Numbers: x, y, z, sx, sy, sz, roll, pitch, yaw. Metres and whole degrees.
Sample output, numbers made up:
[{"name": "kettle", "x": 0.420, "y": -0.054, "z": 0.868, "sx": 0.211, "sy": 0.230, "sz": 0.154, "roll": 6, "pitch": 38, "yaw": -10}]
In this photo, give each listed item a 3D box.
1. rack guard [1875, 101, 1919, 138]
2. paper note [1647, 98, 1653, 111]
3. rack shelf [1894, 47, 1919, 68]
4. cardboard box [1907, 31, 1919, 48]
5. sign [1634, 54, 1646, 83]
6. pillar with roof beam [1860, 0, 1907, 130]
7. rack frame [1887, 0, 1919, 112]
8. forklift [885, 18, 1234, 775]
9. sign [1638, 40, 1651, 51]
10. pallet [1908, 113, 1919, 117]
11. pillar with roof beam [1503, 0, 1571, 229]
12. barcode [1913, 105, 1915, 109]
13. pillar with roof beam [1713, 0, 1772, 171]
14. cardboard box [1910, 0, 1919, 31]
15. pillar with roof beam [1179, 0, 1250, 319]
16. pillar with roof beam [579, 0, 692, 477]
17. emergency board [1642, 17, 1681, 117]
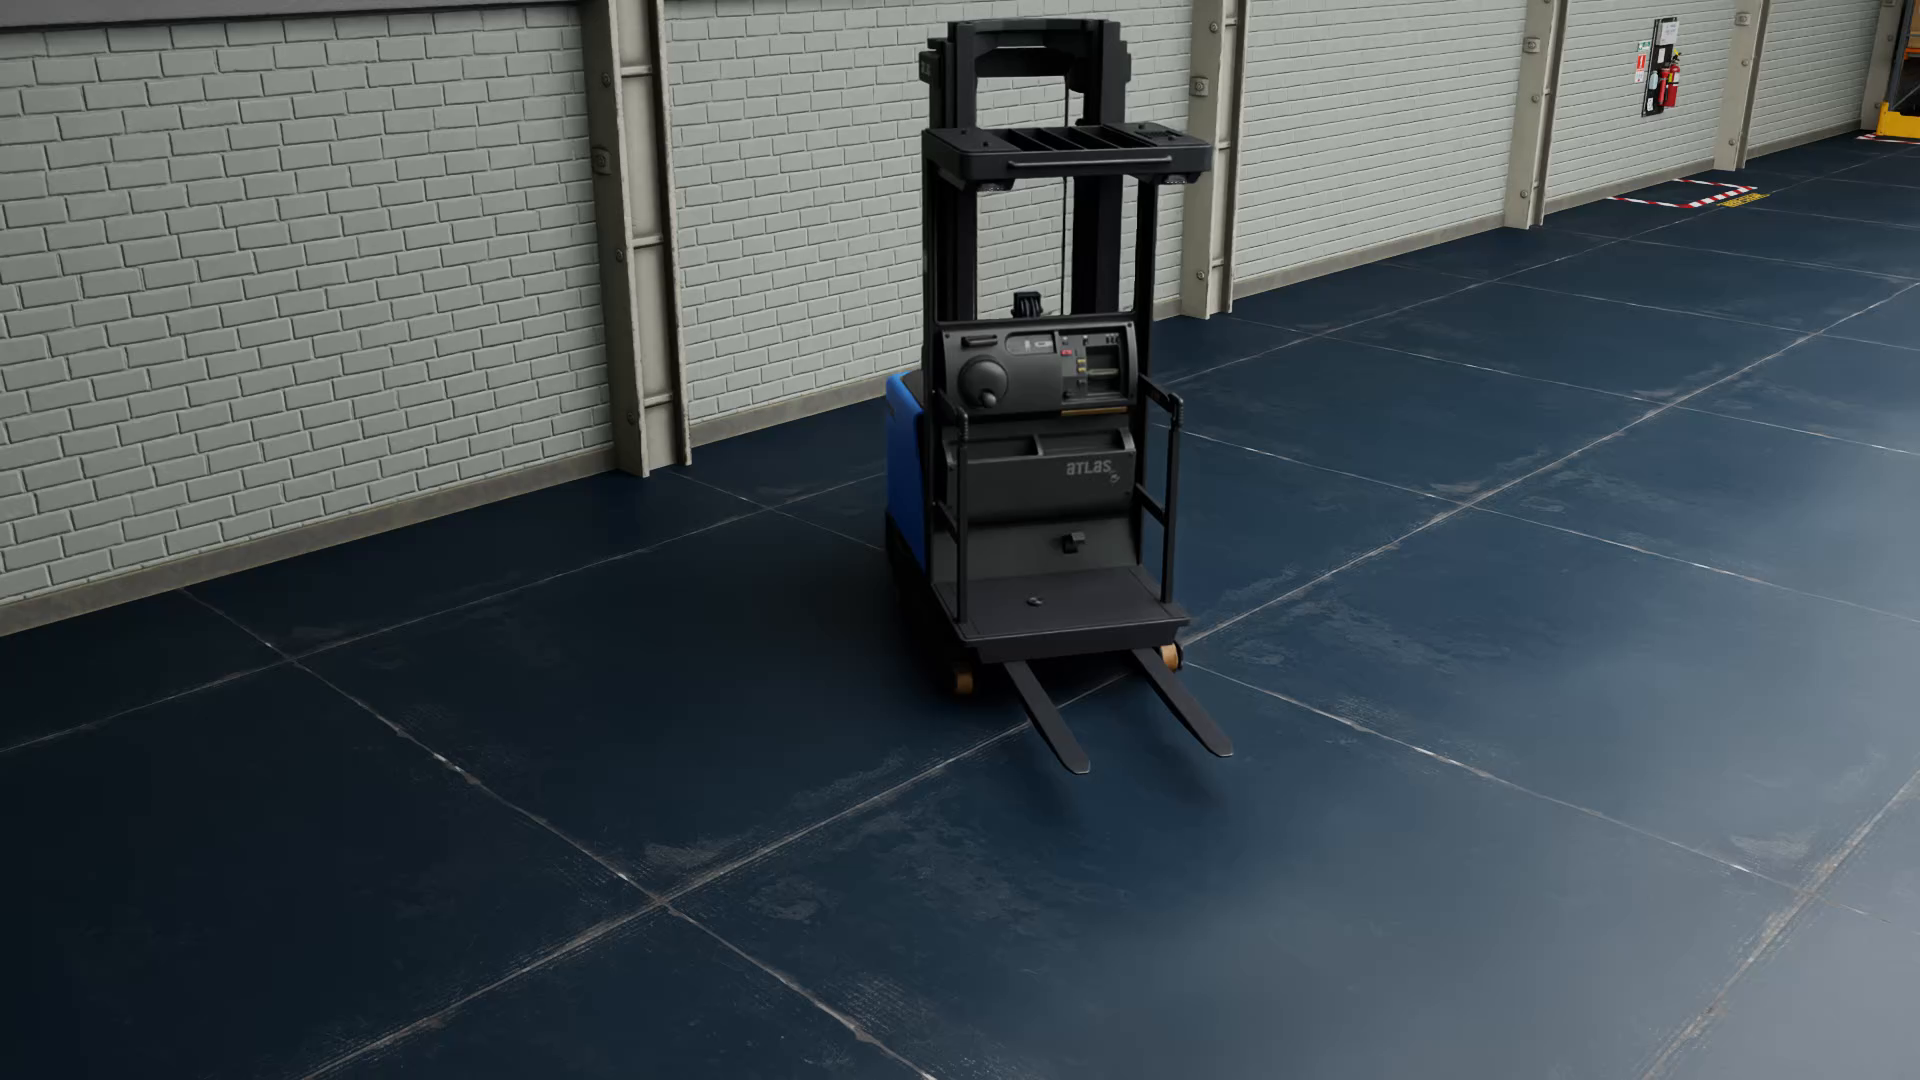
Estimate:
[{"name": "rack guard", "x": 14.930, "y": -6.513, "z": 25.822, "sx": 1.175, "sy": 0.500, "sz": 0.348, "roll": 19, "pitch": 28, "yaw": 41}, {"name": "paper note", "x": 8.636, "y": -5.449, "z": 20.798, "sx": 0.016, "sy": 0.148, "sz": 0.142, "roll": 19, "pitch": 28, "yaw": 41}, {"name": "rack shelf", "x": 16.272, "y": -7.838, "z": 26.789, "sx": 1.077, "sy": 0.370, "sz": 4.000, "roll": 19, "pitch": 28, "yaw": 41}, {"name": "cardboard box", "x": 15.064, "y": -7.768, "z": 25.785, "sx": 0.500, "sy": 0.250, "sz": 0.500, "roll": -20, "pitch": 28, "yaw": -41}, {"name": "sign", "x": 8.349, "y": -5.789, "z": 20.404, "sx": 0.001, "sy": 0.329, "sz": 0.234, "roll": 19, "pitch": 28, "yaw": 41}, {"name": "pillar with roof beam", "x": 17.830, "y": -9.779, "z": 22.474, "sx": 9.100, "sy": 9.000, "sz": 0.400, "roll": 19, "pitch": 28, "yaw": 41}, {"name": "rack frame", "x": 14.877, "y": -7.660, "z": 25.323, "sx": 1.000, "sy": 3.000, "sz": 0.127, "roll": 19, "pitch": 28, "yaw": 41}, {"name": "forklift", "x": 0.427, "y": -0.794, "z": 7.556, "sx": 1.130, "sy": 2.935, "sz": 3.031, "roll": -5, "pitch": 22, "yaw": -13}, {"name": "sign", "x": 8.359, "y": -6.035, "z": 20.307, "sx": 0.001, "sy": 0.109, "sz": 0.331, "roll": 19, "pitch": 28, "yaw": 41}, {"name": "pallet", "x": 15.522, "y": -6.578, "z": 26.394, "sx": 1.003, "sy": 0.211, "sz": 1.213, "roll": 19, "pitch": 28, "yaw": 41}, {"name": "pillar with roof beam", "x": 9.459, "y": -6.695, "z": 14.449, "sx": 9.100, "sy": 9.000, "sz": 0.400, "roll": 19, "pitch": 28, "yaw": 41}, {"name": "barcode", "x": 15.150, "y": -6.875, "z": 26.401, "sx": 0.001, "sy": 0.075, "sz": 0.075, "roll": 19, "pitch": 28, "yaw": 41}, {"name": "pillar with roof beam", "x": 13.645, "y": -8.237, "z": 18.462, "sx": 9.100, "sy": 9.000, "sz": 0.400, "roll": 19, "pitch": 28, "yaw": 41}, {"name": "cardboard box", "x": 15.054, "y": -8.124, "z": 25.665, "sx": 0.500, "sy": 0.500, "sz": 0.500, "roll": 19, "pitch": 28, "yaw": 40}, {"name": "pillar with roof beam", "x": 5.273, "y": -5.152, "z": 10.436, "sx": 9.100, "sy": 9.000, "sz": 0.400, "roll": 19, "pitch": 28, "yaw": 41}, {"name": "pillar with roof beam", "x": 1.088, "y": -3.610, "z": 6.424, "sx": 9.100, "sy": 9.000, "sz": 0.400, "roll": 19, "pitch": 28, "yaw": 41}, {"name": "emergency board", "x": 8.809, "y": -5.888, "z": 20.713, "sx": 0.194, "sy": 1.169, "sz": 0.643, "roll": 19, "pitch": 28, "yaw": 41}]
